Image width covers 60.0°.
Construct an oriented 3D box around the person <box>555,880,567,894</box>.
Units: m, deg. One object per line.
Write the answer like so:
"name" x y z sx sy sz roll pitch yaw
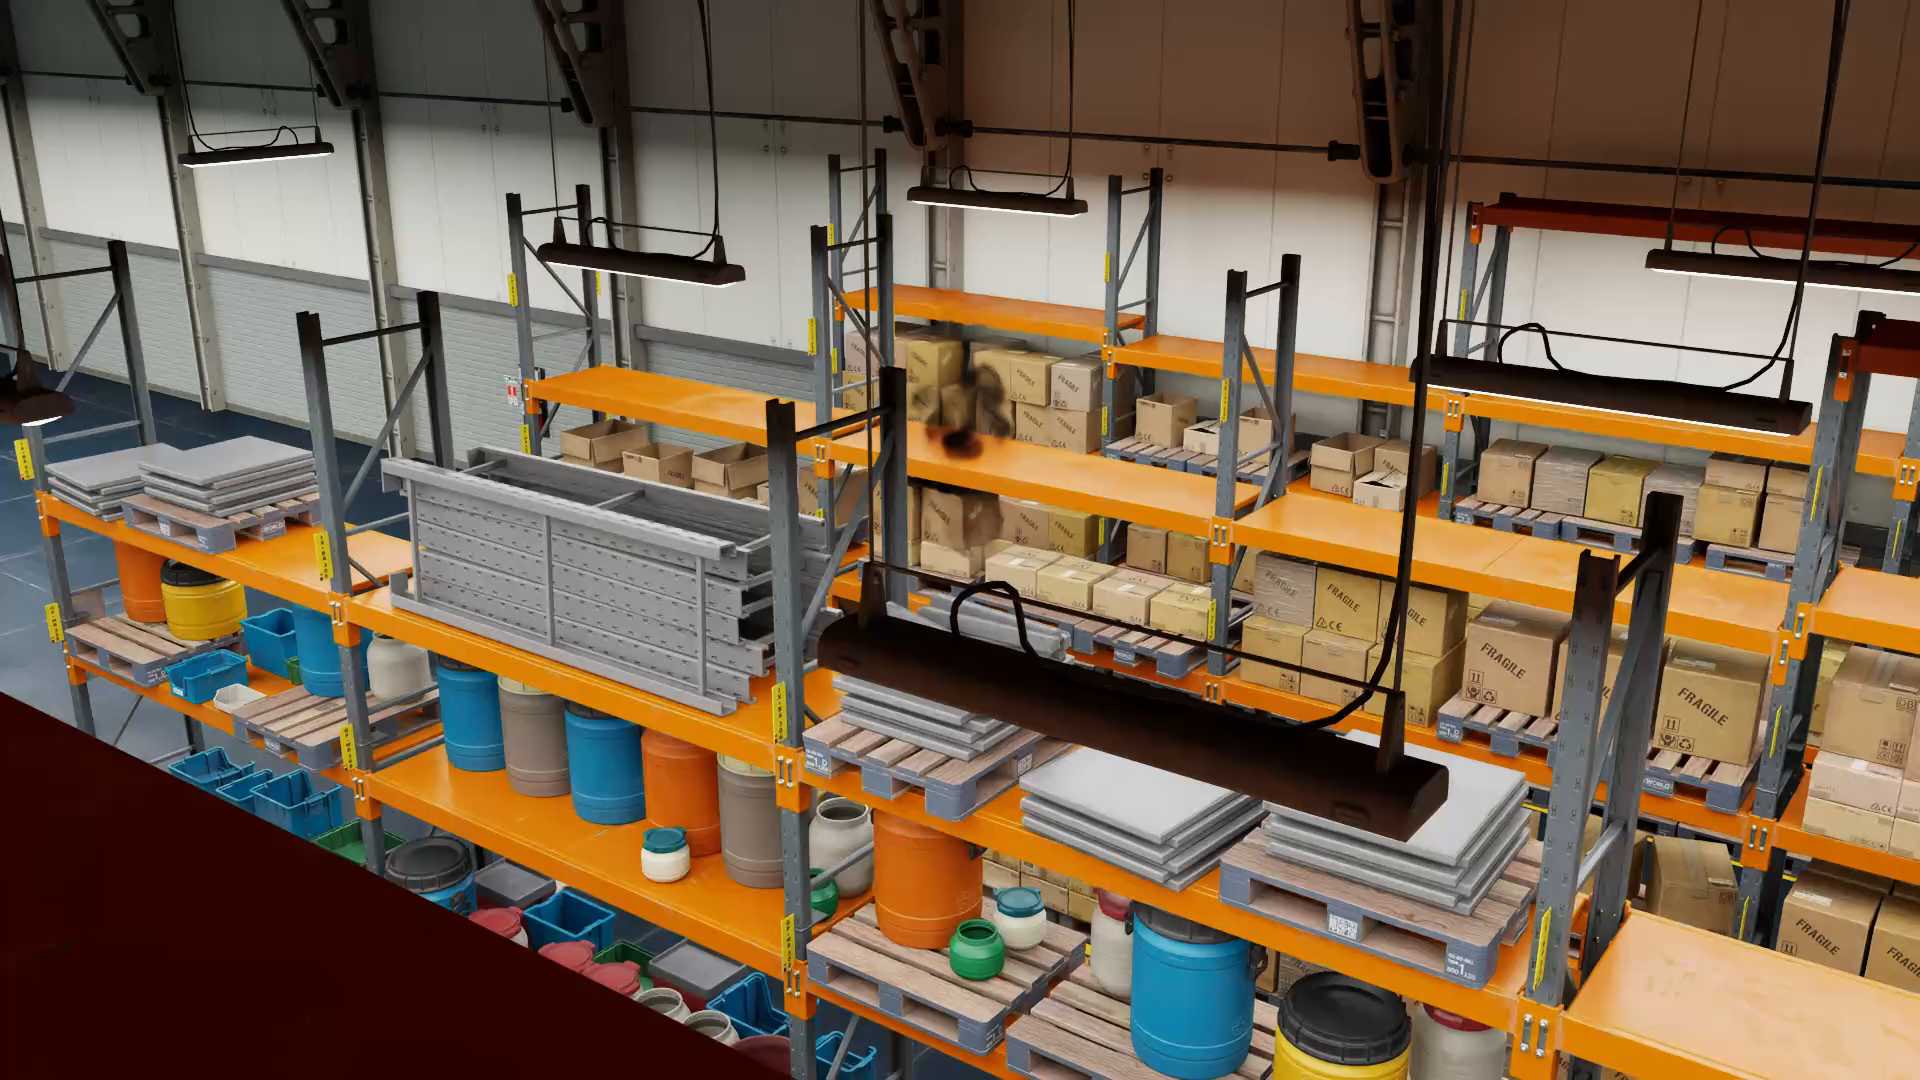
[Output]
"person" -3.426 2.870 13.814 0.689 1.743 0.683 10 21 26
